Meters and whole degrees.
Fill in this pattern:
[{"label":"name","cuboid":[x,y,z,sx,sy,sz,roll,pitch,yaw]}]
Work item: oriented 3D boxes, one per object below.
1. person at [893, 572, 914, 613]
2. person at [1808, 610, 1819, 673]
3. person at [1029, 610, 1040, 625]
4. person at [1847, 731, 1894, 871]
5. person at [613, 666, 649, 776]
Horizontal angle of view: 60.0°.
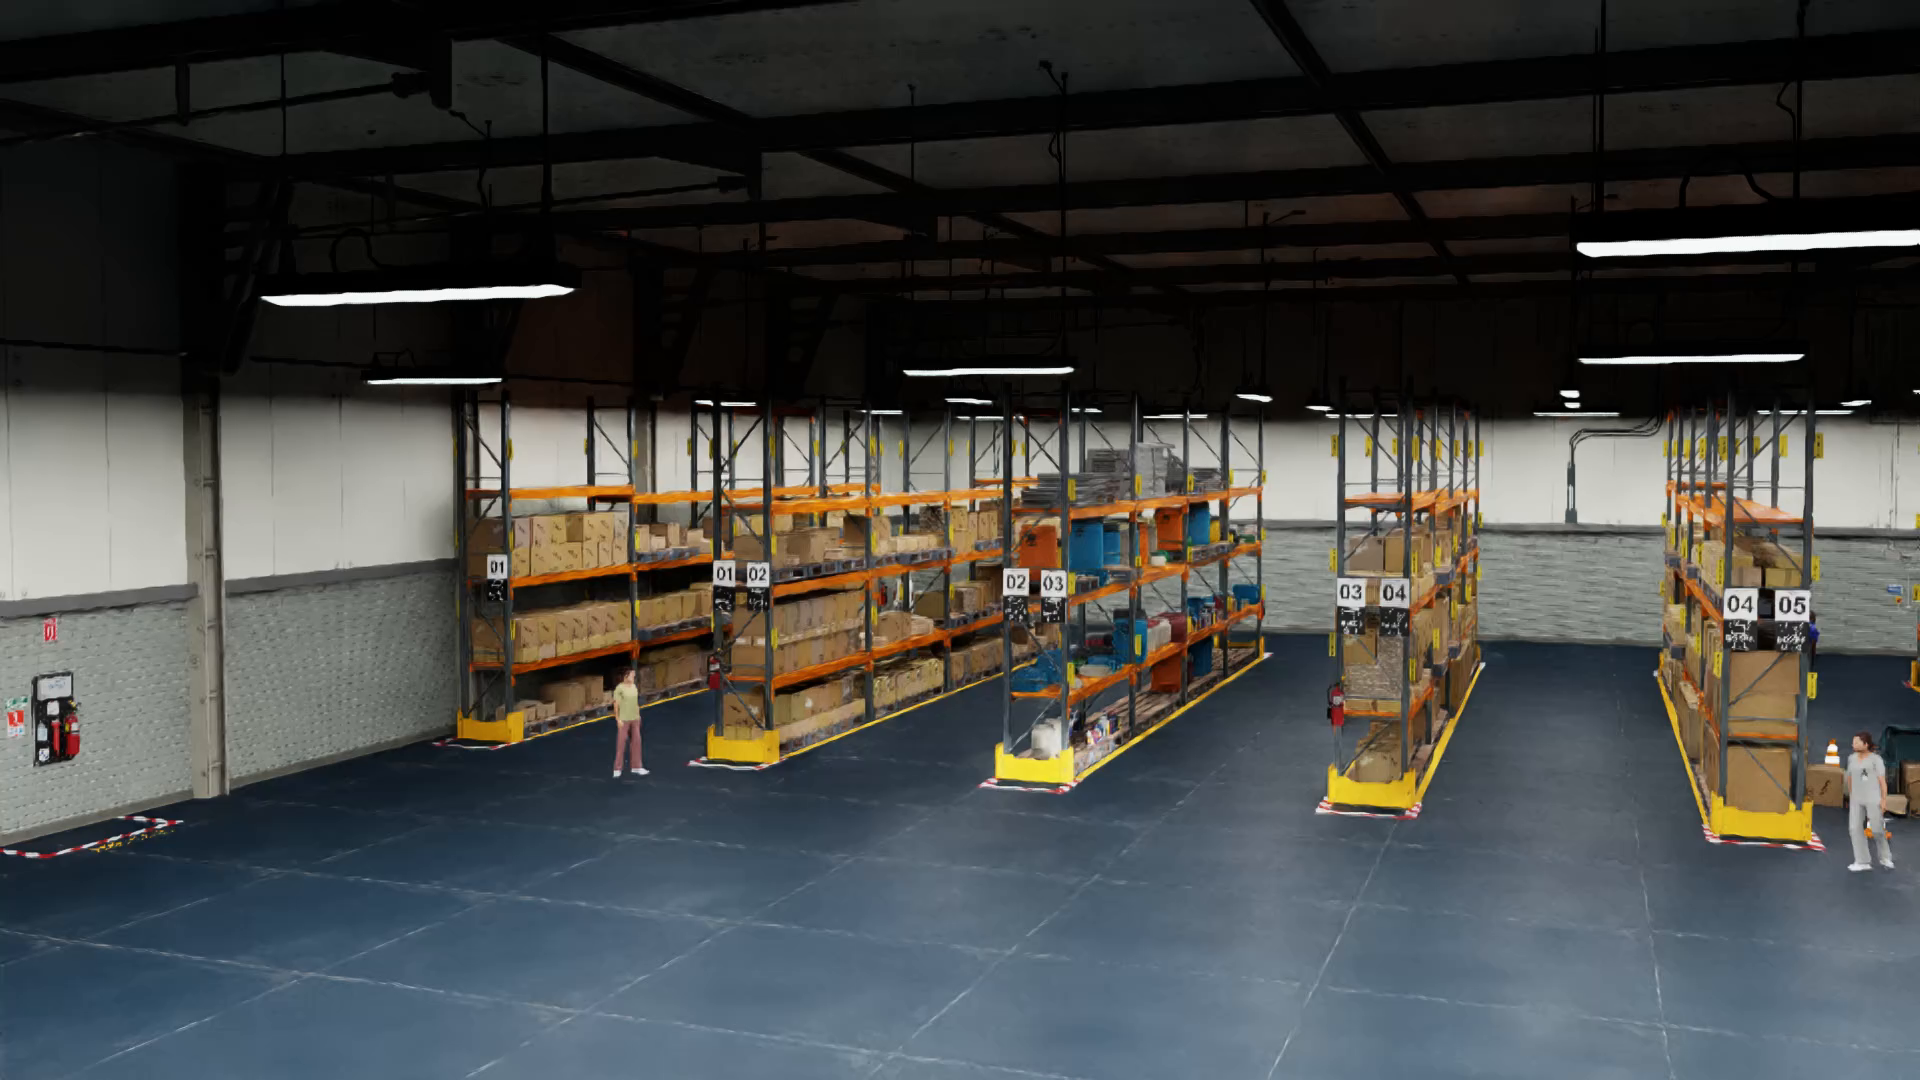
[{"label":"person","cuboid":[-1.531,1.649,45.050,0.593,1.757,0.948,0,3,-5]},{"label":"person","cuboid":[17.479,2.271,34.240,0.372,1.665,0.606,1,3,10]},{"label":"person","cuboid":[2.271,1.620,46.413,0.665,1.663,0.502,-1,3,-21]},{"label":"person","cuboid":[10.821,3.088,19.758,0.556,1.660,0.510,-2,4,-33]},{"label":"person","cuboid":[-5.072,2.752,25.386,0.412,1.675,0.549,3,4,39]}]
